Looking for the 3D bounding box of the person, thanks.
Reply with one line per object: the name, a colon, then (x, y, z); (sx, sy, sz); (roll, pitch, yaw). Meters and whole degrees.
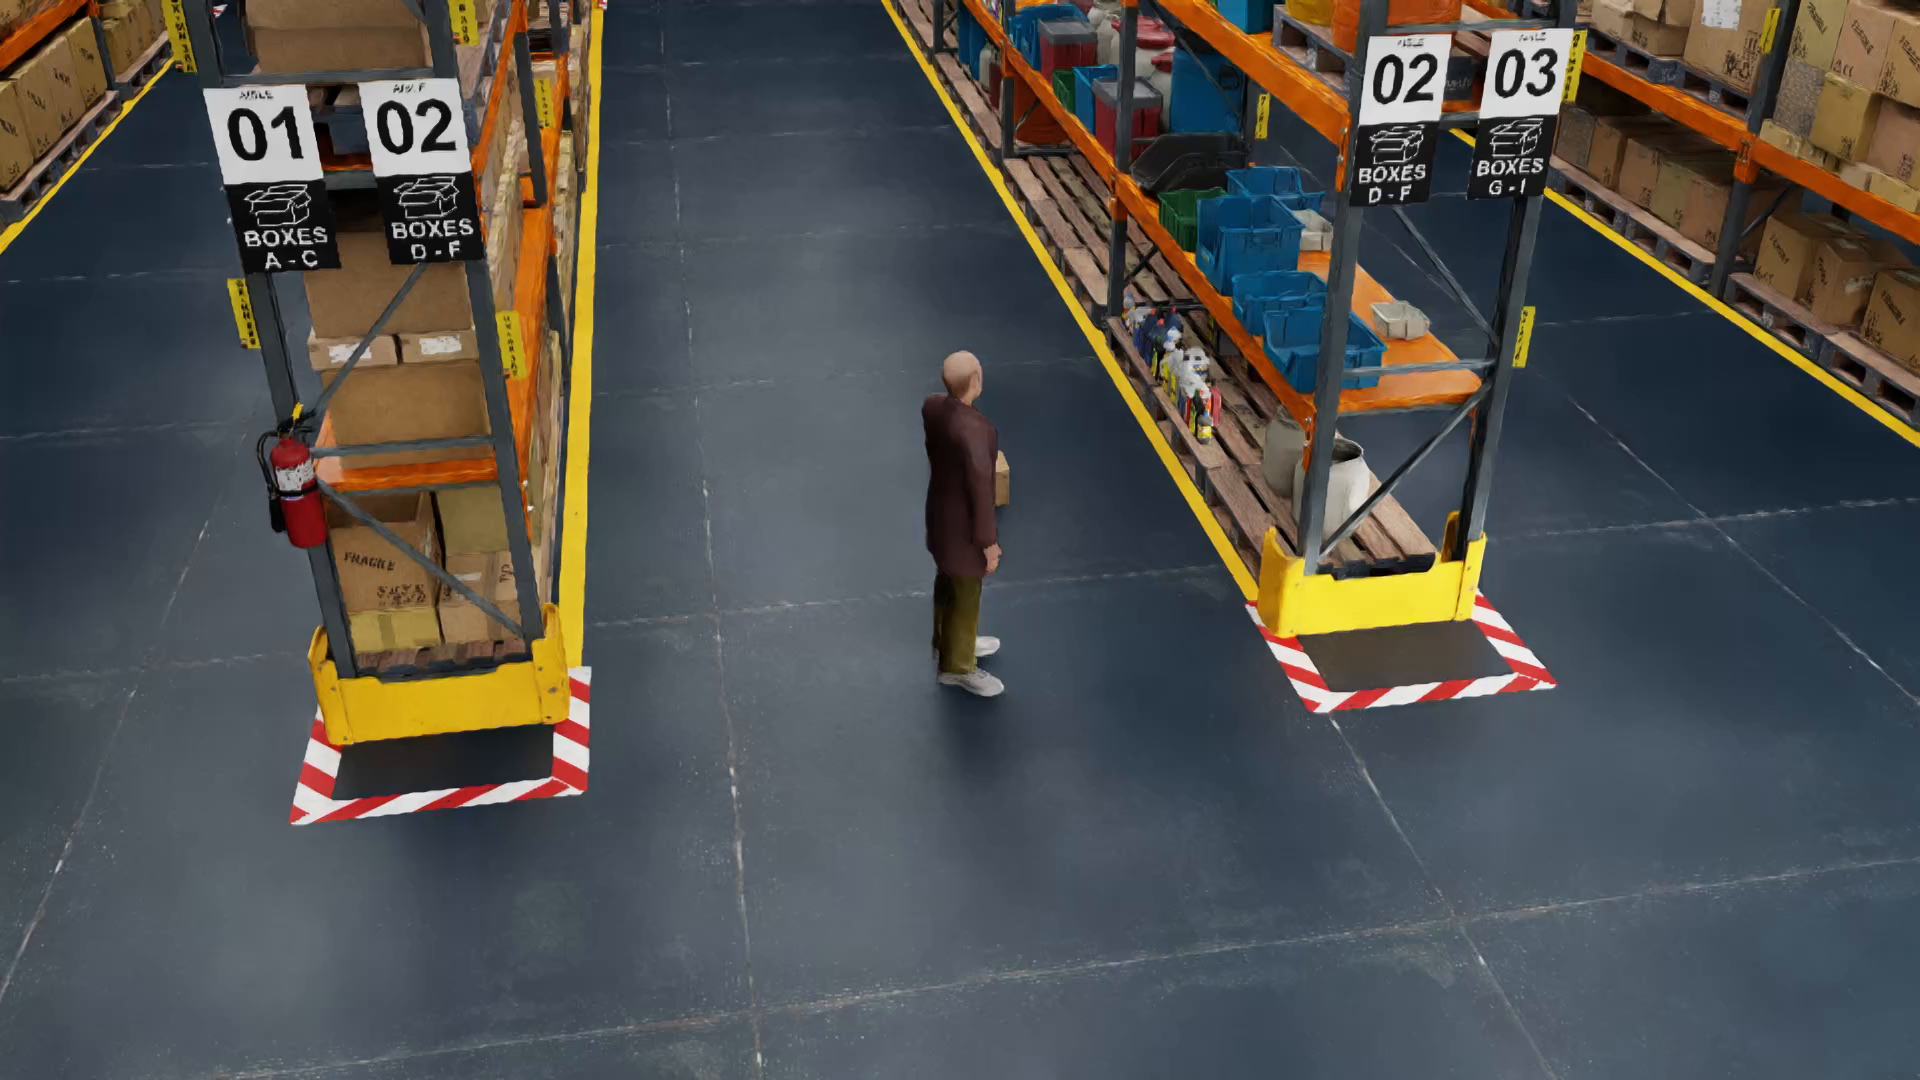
person: (0.046, -0.112, 8.291); (0.421, 1.791, 0.659); (-11, 32, -19)
